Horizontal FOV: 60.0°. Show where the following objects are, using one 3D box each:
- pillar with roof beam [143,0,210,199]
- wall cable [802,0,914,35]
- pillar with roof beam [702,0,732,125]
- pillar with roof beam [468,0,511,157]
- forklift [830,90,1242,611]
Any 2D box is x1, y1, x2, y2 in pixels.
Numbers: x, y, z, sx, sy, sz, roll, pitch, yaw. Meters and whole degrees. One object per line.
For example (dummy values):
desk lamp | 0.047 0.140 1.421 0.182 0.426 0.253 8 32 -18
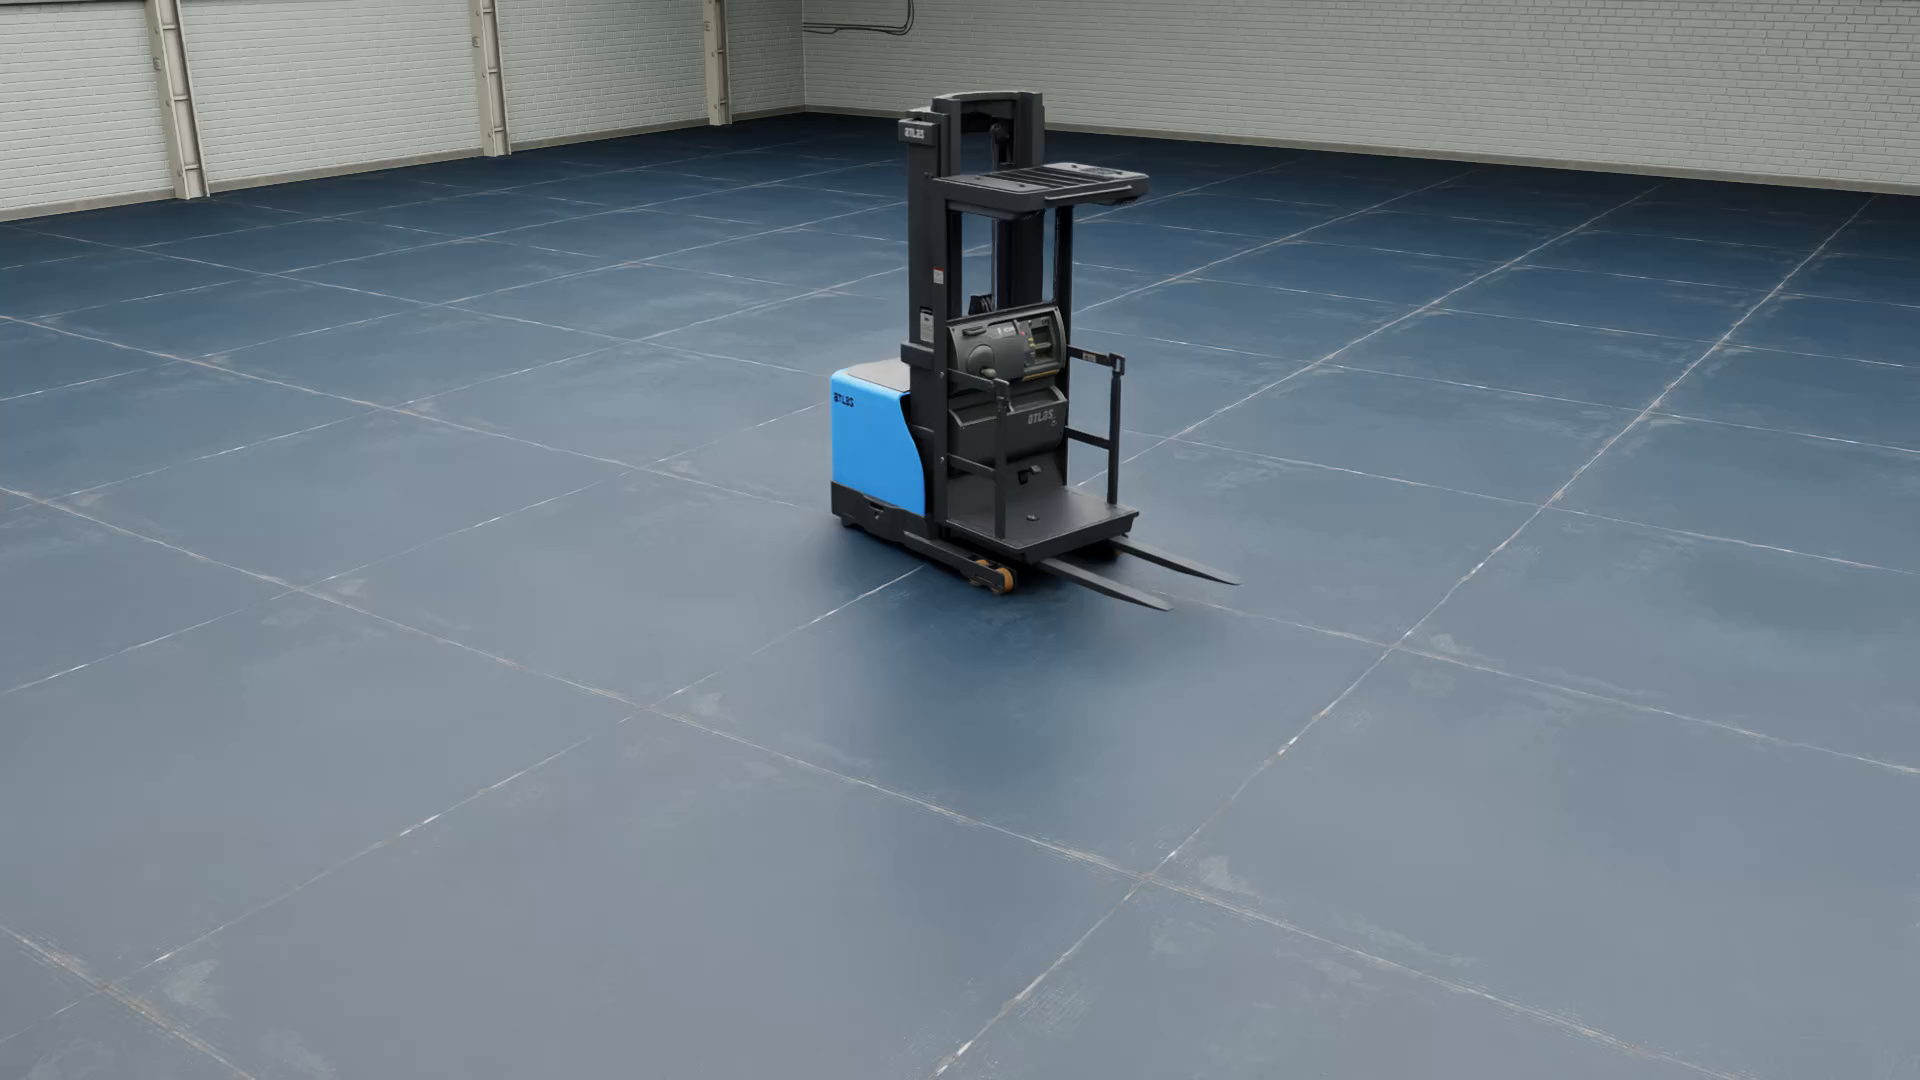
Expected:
pillar with roof beam | -8.198 -8.639 21.649 9.100 9.000 0.400 13 24 32
wall cable | -2.263 -12.053 35.353 3.097 2.526 0.112 13 24 32
pillar with roof beam | -1.453 -12.082 30.957 9.100 9.000 0.400 13 24 32
pillar with roof beam | -4.826 -10.360 26.303 9.100 9.000 0.400 13 24 32
forklift | 0.447 -1.233 10.373 1.130 2.935 3.031 -17 26 -38
